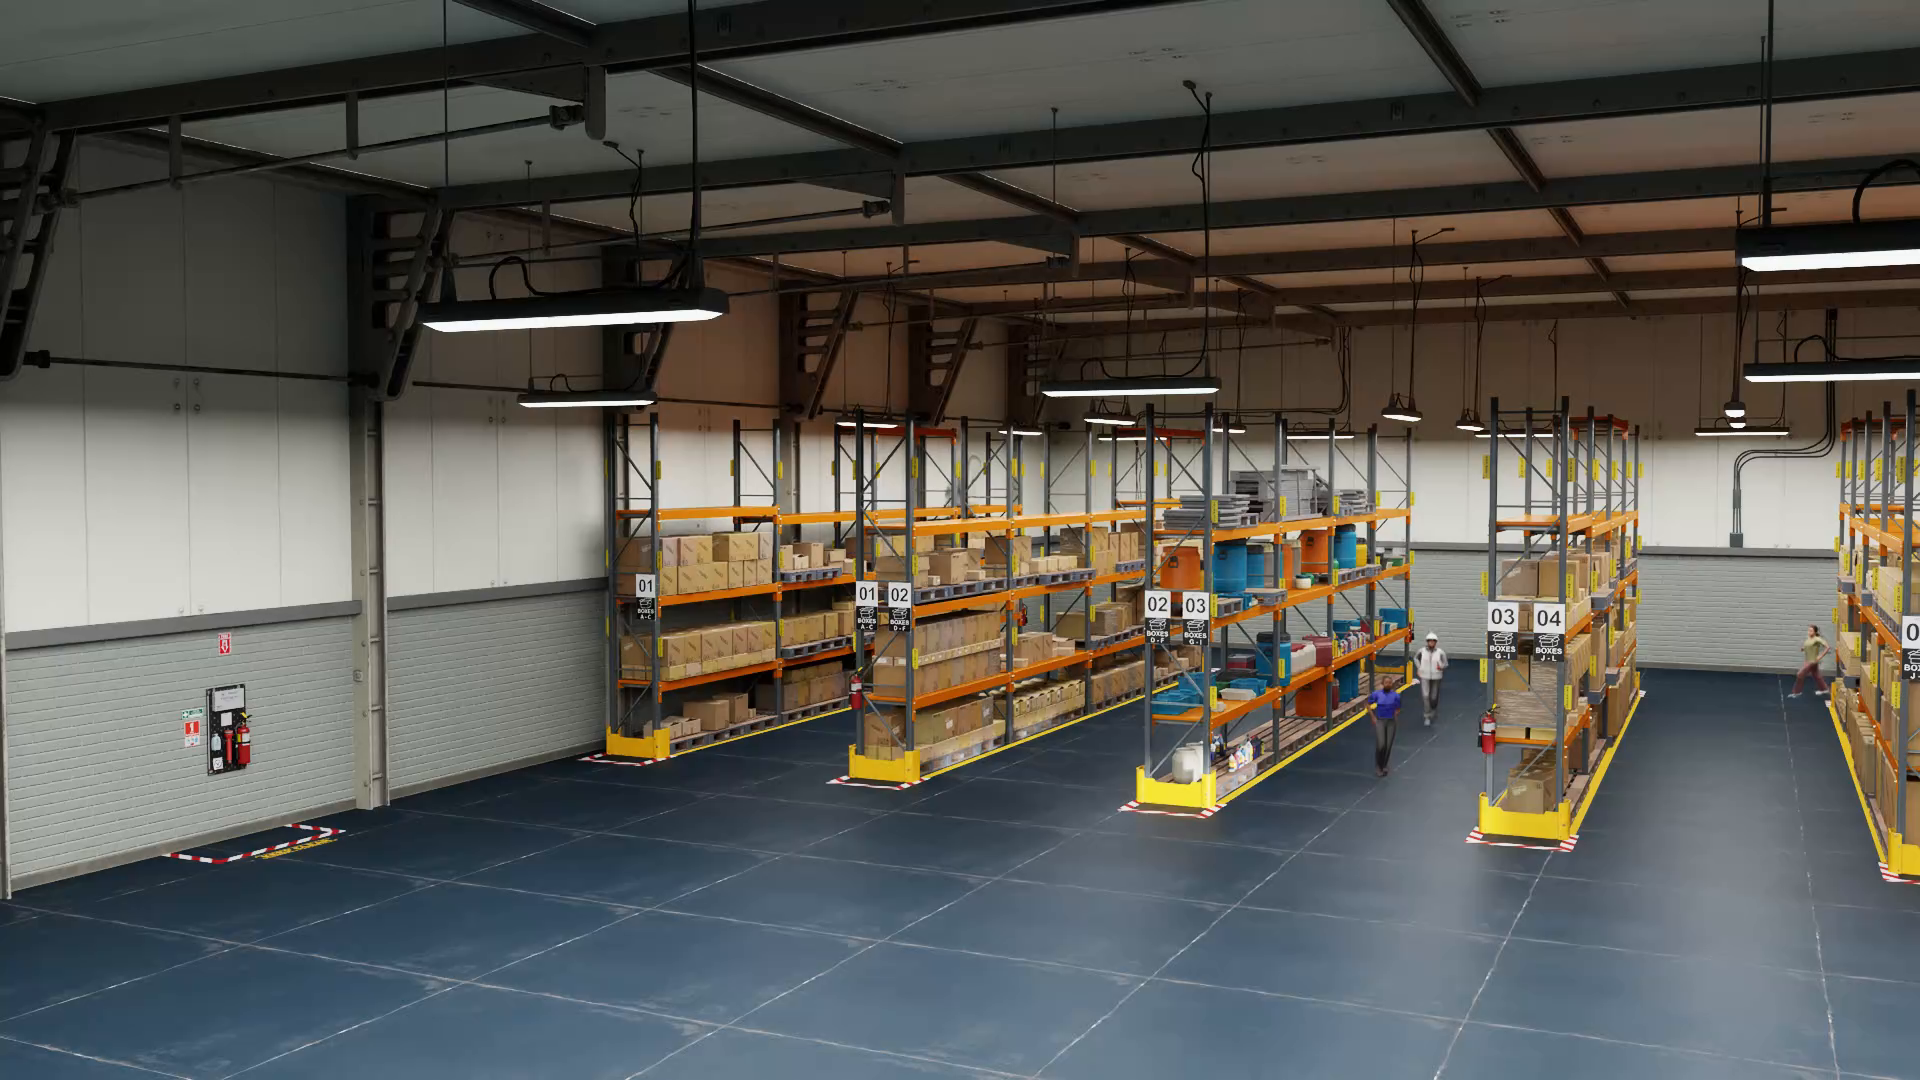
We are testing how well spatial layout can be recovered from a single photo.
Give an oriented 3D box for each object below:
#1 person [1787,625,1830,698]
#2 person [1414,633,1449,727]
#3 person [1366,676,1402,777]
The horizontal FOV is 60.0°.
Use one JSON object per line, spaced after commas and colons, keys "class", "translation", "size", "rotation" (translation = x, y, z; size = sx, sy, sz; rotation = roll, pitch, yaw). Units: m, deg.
{"class": "person", "translation": [18.640, 2.670, 36.351], "size": [0.883, 1.659, 0.690], "rotation": [0, 2, 6]}
{"class": "person", "translation": [9.288, 2.728, 32.786], "size": [0.659, 1.787, 0.955], "rotation": [1, 2, 15]}
{"class": "person", "translation": [6.937, 3.052, 27.119], "size": [0.546, 1.652, 0.677], "rotation": [0, 2, 2]}
